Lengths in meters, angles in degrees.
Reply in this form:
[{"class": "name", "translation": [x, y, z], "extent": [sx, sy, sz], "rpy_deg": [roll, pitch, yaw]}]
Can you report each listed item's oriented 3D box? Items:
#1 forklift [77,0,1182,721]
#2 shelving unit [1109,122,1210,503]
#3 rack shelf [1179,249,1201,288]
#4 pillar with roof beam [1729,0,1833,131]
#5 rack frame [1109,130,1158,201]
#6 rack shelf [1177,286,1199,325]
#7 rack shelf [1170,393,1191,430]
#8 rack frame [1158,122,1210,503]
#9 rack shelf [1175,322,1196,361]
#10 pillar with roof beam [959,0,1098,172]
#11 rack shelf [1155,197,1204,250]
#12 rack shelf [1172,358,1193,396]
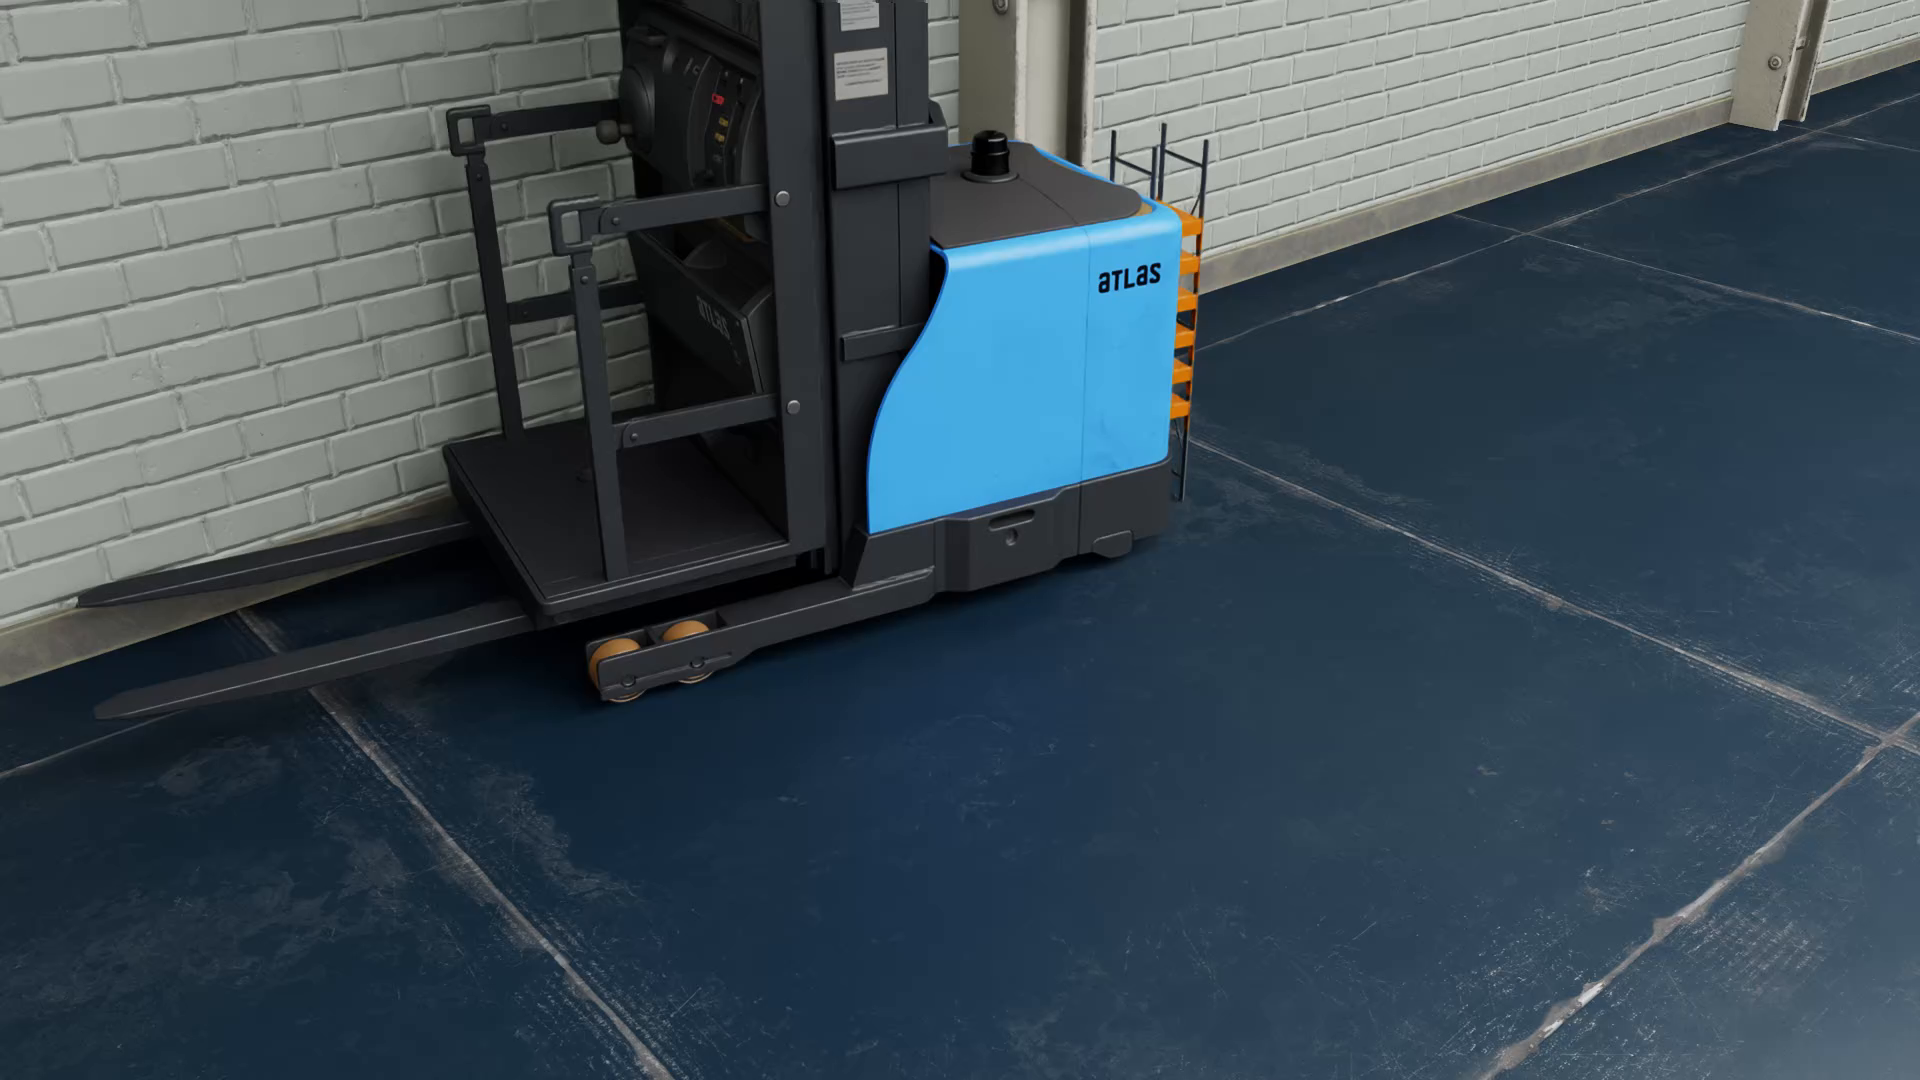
[{"class": "forklift", "translation": [-0.893, -1.144, 4.282], "extent": [3.031, 2.935, 1.130], "rpy_deg": [-14, 31, -25]}, {"class": "shelving unit", "translation": [0.598, -0.681, 5.252], "extent": [0.189, 1.200, 0.258], "rpy_deg": [-14, 31, -25]}, {"class": "rack shelf", "translation": [0.598, -0.854, 5.160], "extent": [0.180, 0.103, 0.258], "rpy_deg": [-14, 31, -25]}, {"class": "pillar with roof beam", "translation": [7.600, -4.932, 4.931], "extent": [0.400, 9.000, 9.100], "rpy_deg": [-22, 35, -35]}, {"class": "rack frame", "translation": [0.517, -0.661, 5.214], "extent": [0.006, 1.200, 0.240], "rpy_deg": [-14, 31, -25]}, {"class": "rack shelf", "translation": [0.598, -0.748, 5.216], "extent": [0.180, 0.103, 0.258], "rpy_deg": [-14, 31, -25]}, {"class": "rack shelf", "translation": [0.598, -0.431, 5.386], "extent": [0.180, 0.103, 0.258], "rpy_deg": [-14, 31, -25]}, {"class": "rack frame", "translation": [0.678, -0.702, 5.290], "extent": [0.006, 1.200, 0.240], "rpy_deg": [-14, 31, -25]}, {"class": "rack shelf", "translation": [0.598, -0.642, 5.273], "extent": [0.180, 0.103, 0.258], "rpy_deg": [-14, 31, -25]}, {"class": "pillar with roof beam", "translation": [3.036, -3.097, 1.497], "extent": [0.400, 9.000, 9.100], "rpy_deg": [-22, 35, -35]}, {"class": "rack shelf", "translation": [0.598, -0.960, 5.103], "extent": [0.180, 0.103, 0.258], "rpy_deg": [-14, 31, -25]}, {"class": "rack shelf", "translation": [0.598, -0.536, 5.330], "extent": [0.180, 0.103, 0.258], "rpy_deg": [-14, 31, -25]}]
